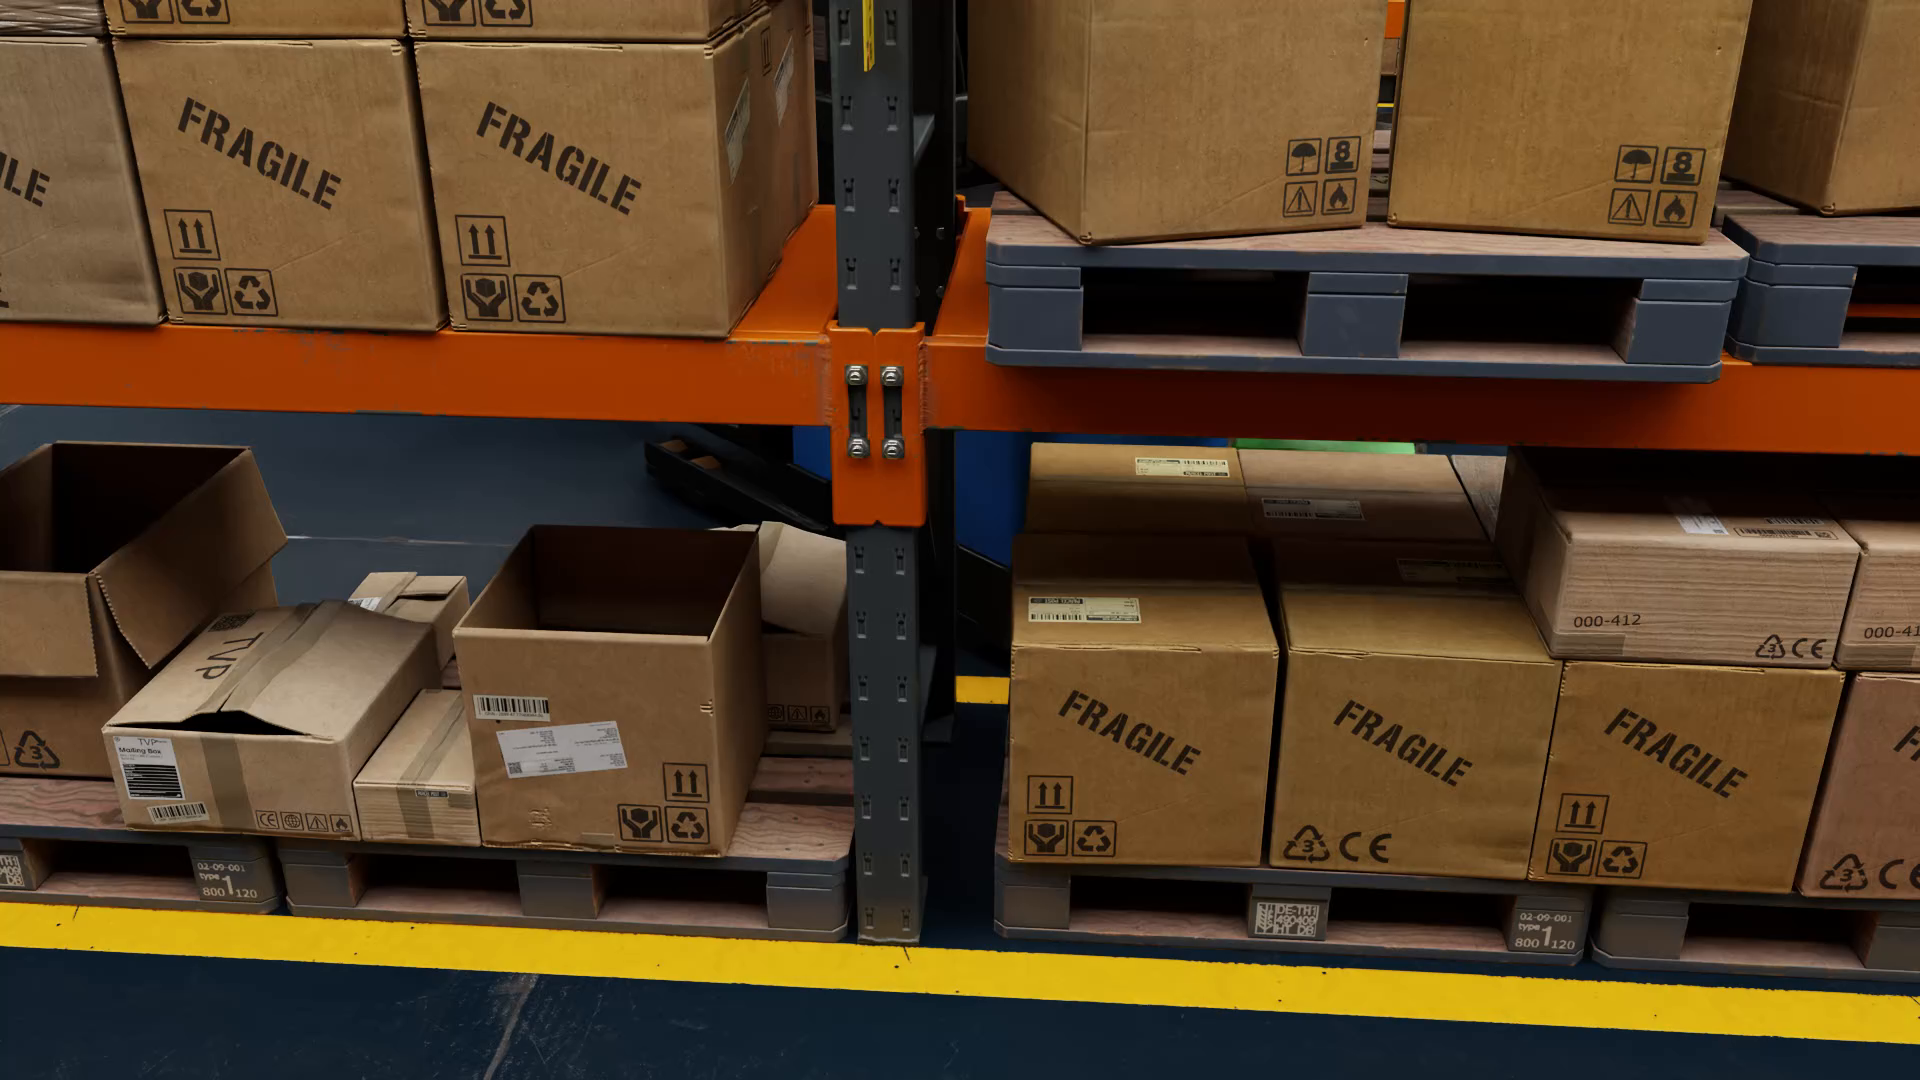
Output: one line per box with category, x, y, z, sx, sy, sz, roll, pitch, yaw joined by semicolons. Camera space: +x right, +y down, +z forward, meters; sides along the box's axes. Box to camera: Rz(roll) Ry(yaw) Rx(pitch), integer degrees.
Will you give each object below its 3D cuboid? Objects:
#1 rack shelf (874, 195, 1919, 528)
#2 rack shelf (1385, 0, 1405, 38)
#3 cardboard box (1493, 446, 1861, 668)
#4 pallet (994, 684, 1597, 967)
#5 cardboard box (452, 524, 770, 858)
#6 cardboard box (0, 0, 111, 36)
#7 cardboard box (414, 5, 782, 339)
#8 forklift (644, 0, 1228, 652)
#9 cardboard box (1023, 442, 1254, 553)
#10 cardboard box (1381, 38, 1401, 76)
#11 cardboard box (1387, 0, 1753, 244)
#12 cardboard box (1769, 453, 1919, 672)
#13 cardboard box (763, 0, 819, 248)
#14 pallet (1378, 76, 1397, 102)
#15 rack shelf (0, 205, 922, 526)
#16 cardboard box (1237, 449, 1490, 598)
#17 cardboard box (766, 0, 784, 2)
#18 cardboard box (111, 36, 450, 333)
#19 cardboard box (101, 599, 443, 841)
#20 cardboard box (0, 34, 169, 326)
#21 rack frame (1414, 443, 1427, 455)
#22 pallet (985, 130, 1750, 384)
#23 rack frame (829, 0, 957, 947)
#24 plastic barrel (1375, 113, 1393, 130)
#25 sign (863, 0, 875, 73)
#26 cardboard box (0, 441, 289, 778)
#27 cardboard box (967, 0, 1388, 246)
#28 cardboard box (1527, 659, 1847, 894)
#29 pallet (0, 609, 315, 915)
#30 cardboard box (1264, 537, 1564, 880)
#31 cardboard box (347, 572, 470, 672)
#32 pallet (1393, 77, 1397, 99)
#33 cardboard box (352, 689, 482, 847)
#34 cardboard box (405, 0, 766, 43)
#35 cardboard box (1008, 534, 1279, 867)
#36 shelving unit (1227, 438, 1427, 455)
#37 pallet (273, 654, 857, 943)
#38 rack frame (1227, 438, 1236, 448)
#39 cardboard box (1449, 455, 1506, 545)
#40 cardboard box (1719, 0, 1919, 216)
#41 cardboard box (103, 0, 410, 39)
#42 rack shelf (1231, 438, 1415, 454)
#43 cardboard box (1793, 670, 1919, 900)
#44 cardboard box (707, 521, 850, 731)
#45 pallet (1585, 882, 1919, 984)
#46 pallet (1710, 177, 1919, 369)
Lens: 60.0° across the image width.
rack shelf;1.884;-0.343;3.267;4.000;0.370;1.077;2;25;4
rack shelf;2.267;-2.407;7.754;4.000;0.370;1.077;2;25;4
cardboard box;1.351;0.010;3.206;0.500;0.250;0.500;2;25;4
pallet;0.704;0.543;3.817;1.213;0.211;1.003;2;25;4
cardboard box;-0.700;0.302;3.469;0.500;0.500;0.500;2;25;4
cardboard box;-1.647;-1.173;2.895;0.500;0.500;0.500;2;25;4
cardboard box;-0.628;-0.688;3.037;0.500;0.500;0.500;2;25;5
forklift;-0.409;-1.563;5.141;1.130;2.935;3.031;-20;31;-36
cardboard box;0.404;0.098;3.912;0.500;0.500;0.500;2;25;4
cardboard box;3.066;-4.022;12.443;0.875;0.875;1.225;2;25;4
cardboard box;1.036;-0.866;2.921;0.500;0.500;0.700;6;25;12
cardboard box;1.851;0.026;3.171;0.500;0.250;0.500;1;25;3
cardboard box;-0.597;-0.909;3.517;0.500;0.500;0.500;2;25;5
pallet;2.647;-3.564;12.744;1.213;0.211;1.003;2;25;4
rack shelf;-2.104;-0.471;3.545;4.000;0.370;1.077;2;25;4
cardboard box;0.896;0.118;3.870;0.500;0.500;0.500;2;25;4
cardboard box;-0.558;-1.366;3.314;0.500;0.500;0.500;2;25;5
cardboard box;-1.142;-0.704;3.072;0.500;0.500;0.500;3;25;5
cardboard box;-1.448;0.364;3.561;0.500;0.311;0.500;2;25;4
cardboard box;-1.655;-0.720;3.106;0.500;0.500;0.500;2;25;5
rack frame;1.208;-0.255;4.368;0.015;1.200;0.240;5;25;10
pallet;0.678;-0.575;3.142;1.213;0.211;1.003;2;25;4
rack frame;-0.110;-0.734;3.256;0.127;3.000;1.000;2;25;4
plastic barrel;2.076;-1.756;7.952;0.421;0.512;0.421;0;25;0
sign;-0.144;-0.900;2.583;0.005;0.325;0.100;2;25;4
cardboard box;-1.984;0.143;3.812;0.637;0.503;0.797;2;25;4
cardboard box;0.345;-0.861;2.912;0.500;0.500;0.700;-6;25;-14
cardboard box;1.384;0.351;3.364;0.500;0.500;0.500;2;25;5
pallet;-2.014;0.473;3.970;1.213;0.211;1.003;2;25;4
cardboard box;0.886;0.332;3.405;0.500;0.500;0.500;2;25;5
cardboard box;-1.375;0.227;4.032;0.250;0.166;0.380;2;25;4
pallet;3.860;-3.524;12.656;1.213;0.211;1.003;2;25;4
cardboard box;-1.078;0.475;3.514;0.250;0.149;0.380;2;25;4
cardboard box;-0.634;-1.142;2.827;0.500;0.500;0.500;2;25;4
cardboard box;0.354;0.319;3.432;0.500;0.500;0.500;1;25;2
shelving unit;0.969;-0.275;4.412;0.503;1.200;0.258;5;25;10
pallet;-0.795;0.511;3.888;1.213;0.211;1.003;2;25;4
rack frame;0.730;-0.295;4.455;0.015;1.200;0.240;5;25;10
cardboard box;1.396;0.134;3.835;0.500;0.500;0.500;2;25;5
cardboard box;1.656;-0.939;3.080;0.500;0.500;0.700;-4;25;-9
cardboard box;-1.145;-1.157;2.860;0.500;0.500;0.500;1;25;3
rack shelf;0.969;-0.217;4.438;0.480;0.148;0.258;5;25;10
cardboard box;1.888;0.367;3.328;0.500;0.500;0.500;1;25;2
cardboard box;-0.512;0.184;3.951;0.500;0.311;0.500;2;25;4
pallet;1.924;0.581;3.734;1.213;0.211;1.003;2;25;4
pallet;1.939;-0.579;3.149;1.213;0.211;1.003;2;25;4
